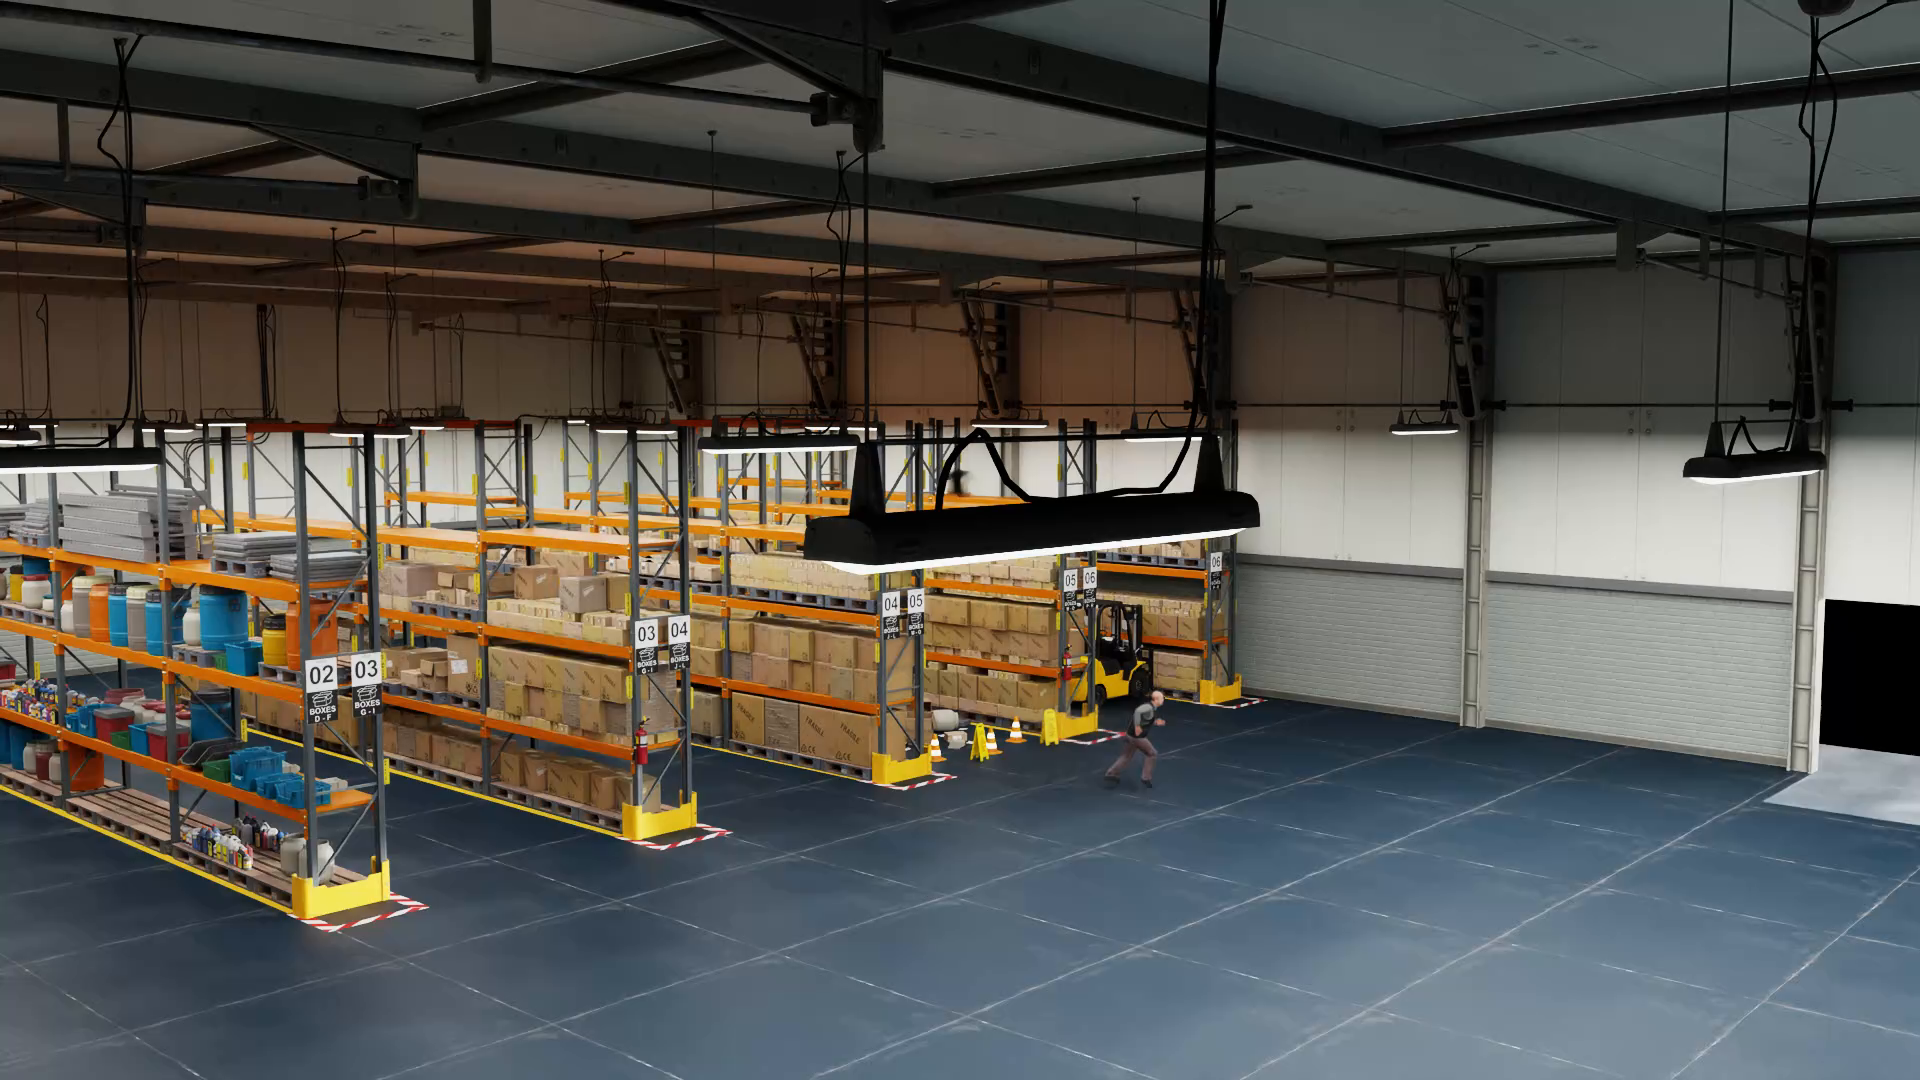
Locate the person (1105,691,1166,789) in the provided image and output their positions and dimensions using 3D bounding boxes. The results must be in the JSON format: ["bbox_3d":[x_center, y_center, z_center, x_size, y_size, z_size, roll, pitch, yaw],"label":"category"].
[{"bbox_3d":[2.892,3.314,27.380,0.993,1.670,0.697,0,5,3],"label":"person"}]
